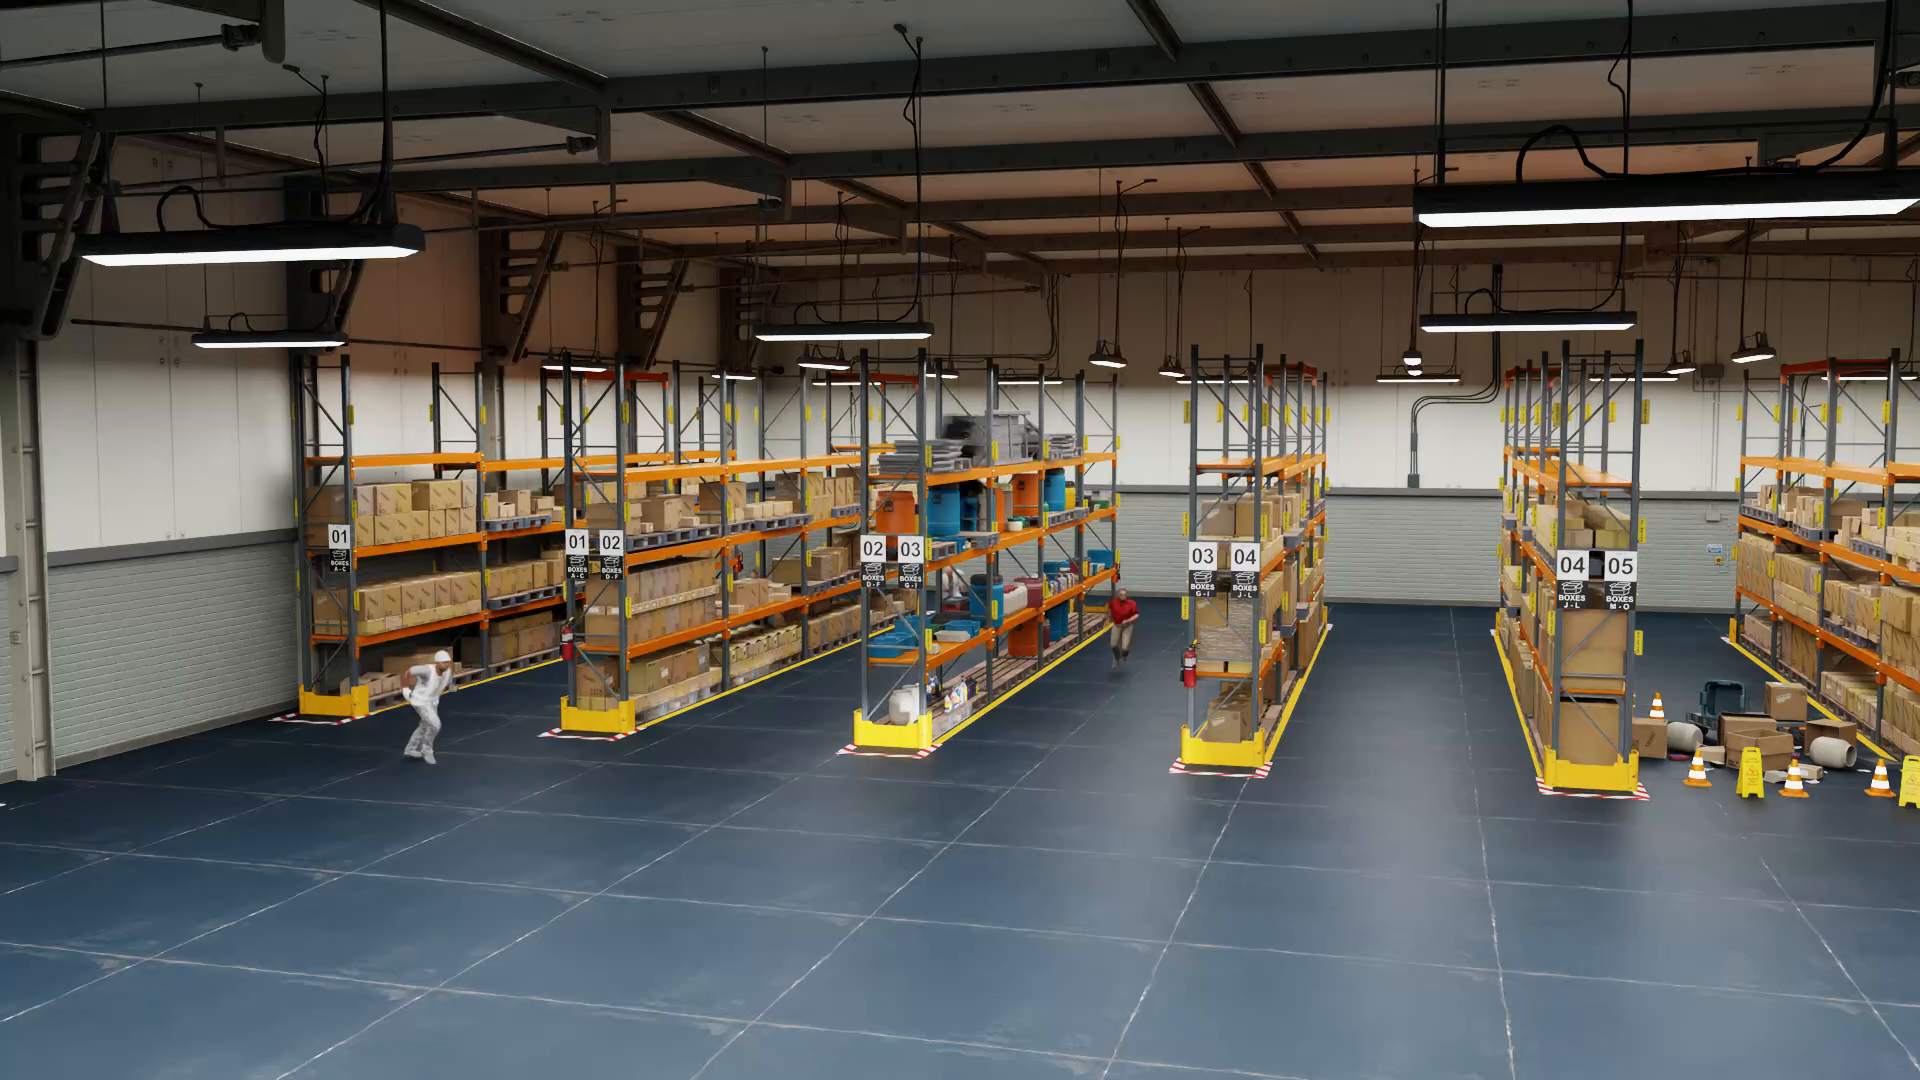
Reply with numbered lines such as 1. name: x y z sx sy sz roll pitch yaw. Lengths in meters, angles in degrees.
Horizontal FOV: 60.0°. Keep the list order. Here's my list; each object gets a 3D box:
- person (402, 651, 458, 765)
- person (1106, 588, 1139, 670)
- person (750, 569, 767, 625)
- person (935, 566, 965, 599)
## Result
1. person: -7.662 2.406 23.861 0.972 1.682 0.735 2 5 30
2. person: 3.074 1.692 31.669 0.685 1.611 0.894 1 4 13
3. person: -4.585 1.467 37.626 0.610 1.434 0.821 0 4 6
4. person: -0.242 1.336 38.835 0.720 1.565 1.209 0 4 -5
